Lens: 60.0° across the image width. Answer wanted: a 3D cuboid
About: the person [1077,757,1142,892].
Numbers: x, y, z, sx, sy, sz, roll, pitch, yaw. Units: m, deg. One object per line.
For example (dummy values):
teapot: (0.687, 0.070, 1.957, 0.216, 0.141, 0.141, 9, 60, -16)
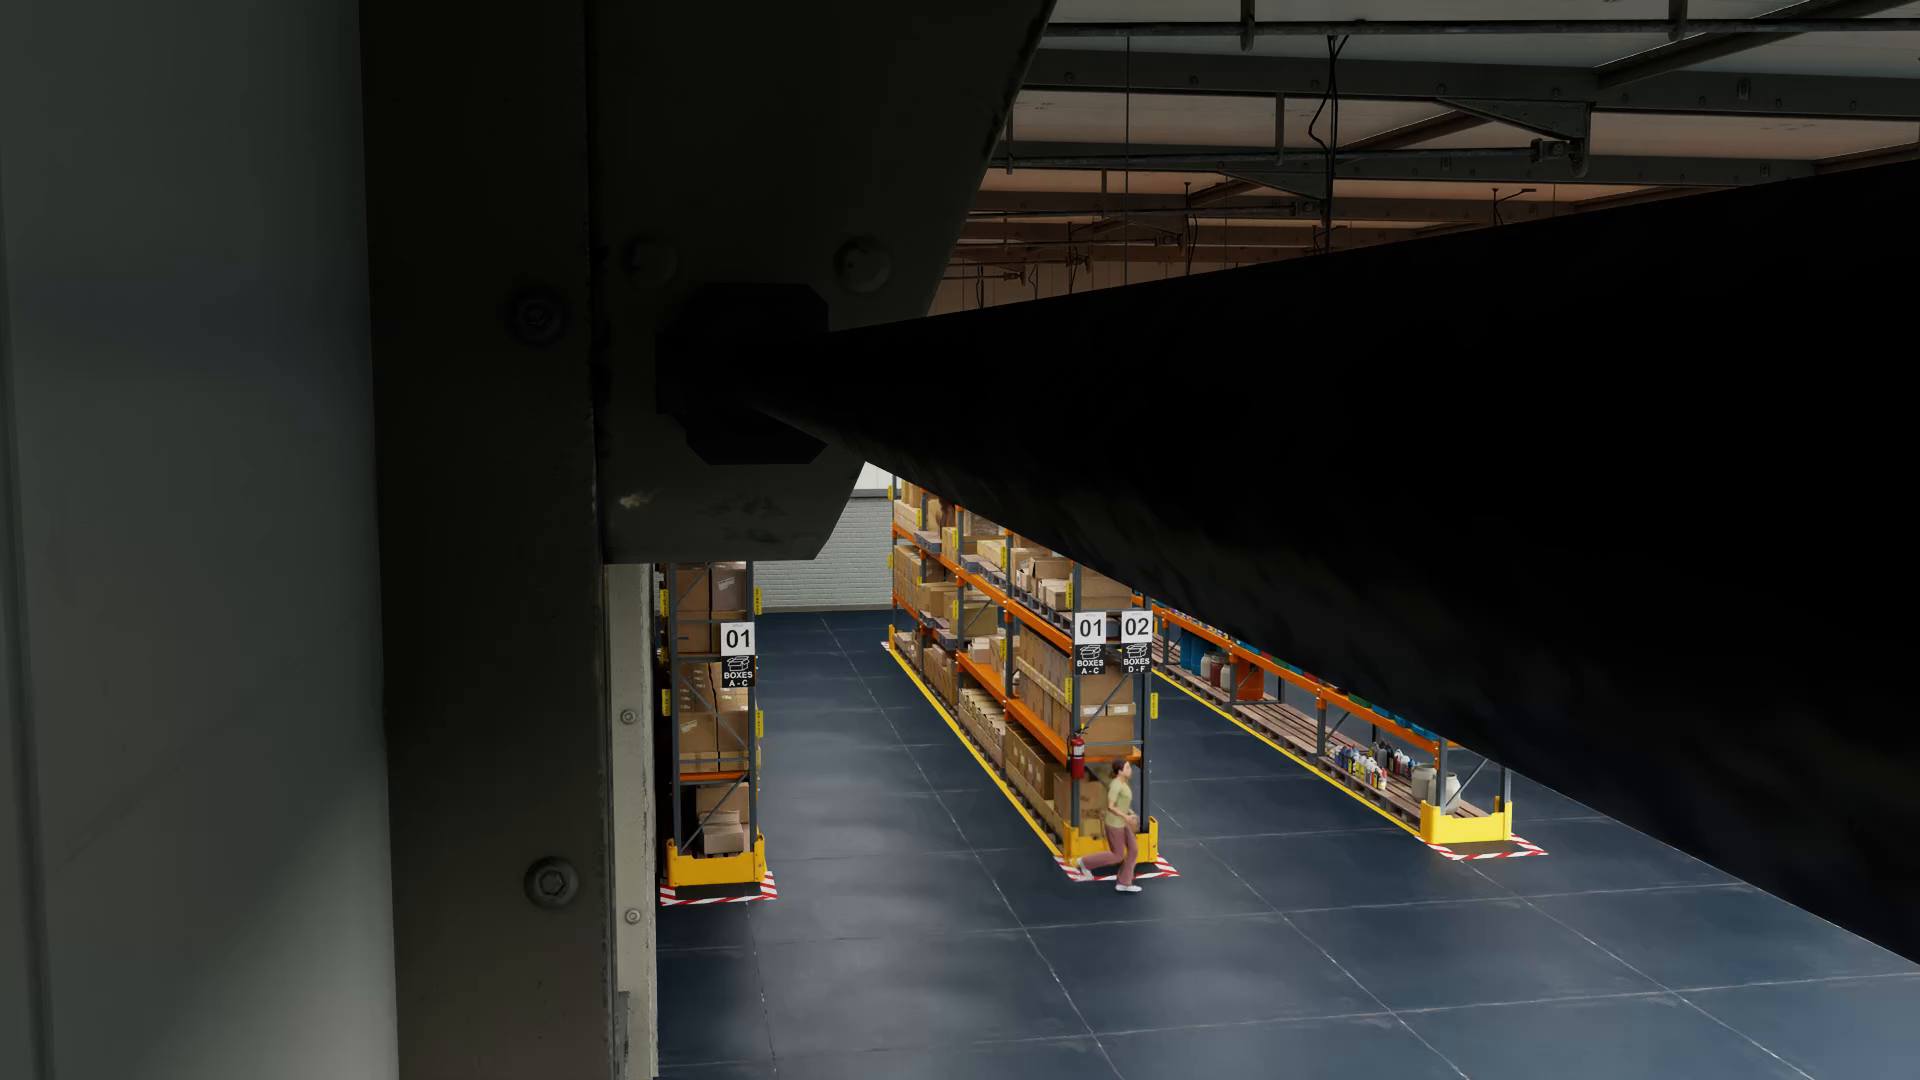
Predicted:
person: (1.791, 3.385, 19.841, 0.773, 1.626, 0.564, 1, 6, 13)
